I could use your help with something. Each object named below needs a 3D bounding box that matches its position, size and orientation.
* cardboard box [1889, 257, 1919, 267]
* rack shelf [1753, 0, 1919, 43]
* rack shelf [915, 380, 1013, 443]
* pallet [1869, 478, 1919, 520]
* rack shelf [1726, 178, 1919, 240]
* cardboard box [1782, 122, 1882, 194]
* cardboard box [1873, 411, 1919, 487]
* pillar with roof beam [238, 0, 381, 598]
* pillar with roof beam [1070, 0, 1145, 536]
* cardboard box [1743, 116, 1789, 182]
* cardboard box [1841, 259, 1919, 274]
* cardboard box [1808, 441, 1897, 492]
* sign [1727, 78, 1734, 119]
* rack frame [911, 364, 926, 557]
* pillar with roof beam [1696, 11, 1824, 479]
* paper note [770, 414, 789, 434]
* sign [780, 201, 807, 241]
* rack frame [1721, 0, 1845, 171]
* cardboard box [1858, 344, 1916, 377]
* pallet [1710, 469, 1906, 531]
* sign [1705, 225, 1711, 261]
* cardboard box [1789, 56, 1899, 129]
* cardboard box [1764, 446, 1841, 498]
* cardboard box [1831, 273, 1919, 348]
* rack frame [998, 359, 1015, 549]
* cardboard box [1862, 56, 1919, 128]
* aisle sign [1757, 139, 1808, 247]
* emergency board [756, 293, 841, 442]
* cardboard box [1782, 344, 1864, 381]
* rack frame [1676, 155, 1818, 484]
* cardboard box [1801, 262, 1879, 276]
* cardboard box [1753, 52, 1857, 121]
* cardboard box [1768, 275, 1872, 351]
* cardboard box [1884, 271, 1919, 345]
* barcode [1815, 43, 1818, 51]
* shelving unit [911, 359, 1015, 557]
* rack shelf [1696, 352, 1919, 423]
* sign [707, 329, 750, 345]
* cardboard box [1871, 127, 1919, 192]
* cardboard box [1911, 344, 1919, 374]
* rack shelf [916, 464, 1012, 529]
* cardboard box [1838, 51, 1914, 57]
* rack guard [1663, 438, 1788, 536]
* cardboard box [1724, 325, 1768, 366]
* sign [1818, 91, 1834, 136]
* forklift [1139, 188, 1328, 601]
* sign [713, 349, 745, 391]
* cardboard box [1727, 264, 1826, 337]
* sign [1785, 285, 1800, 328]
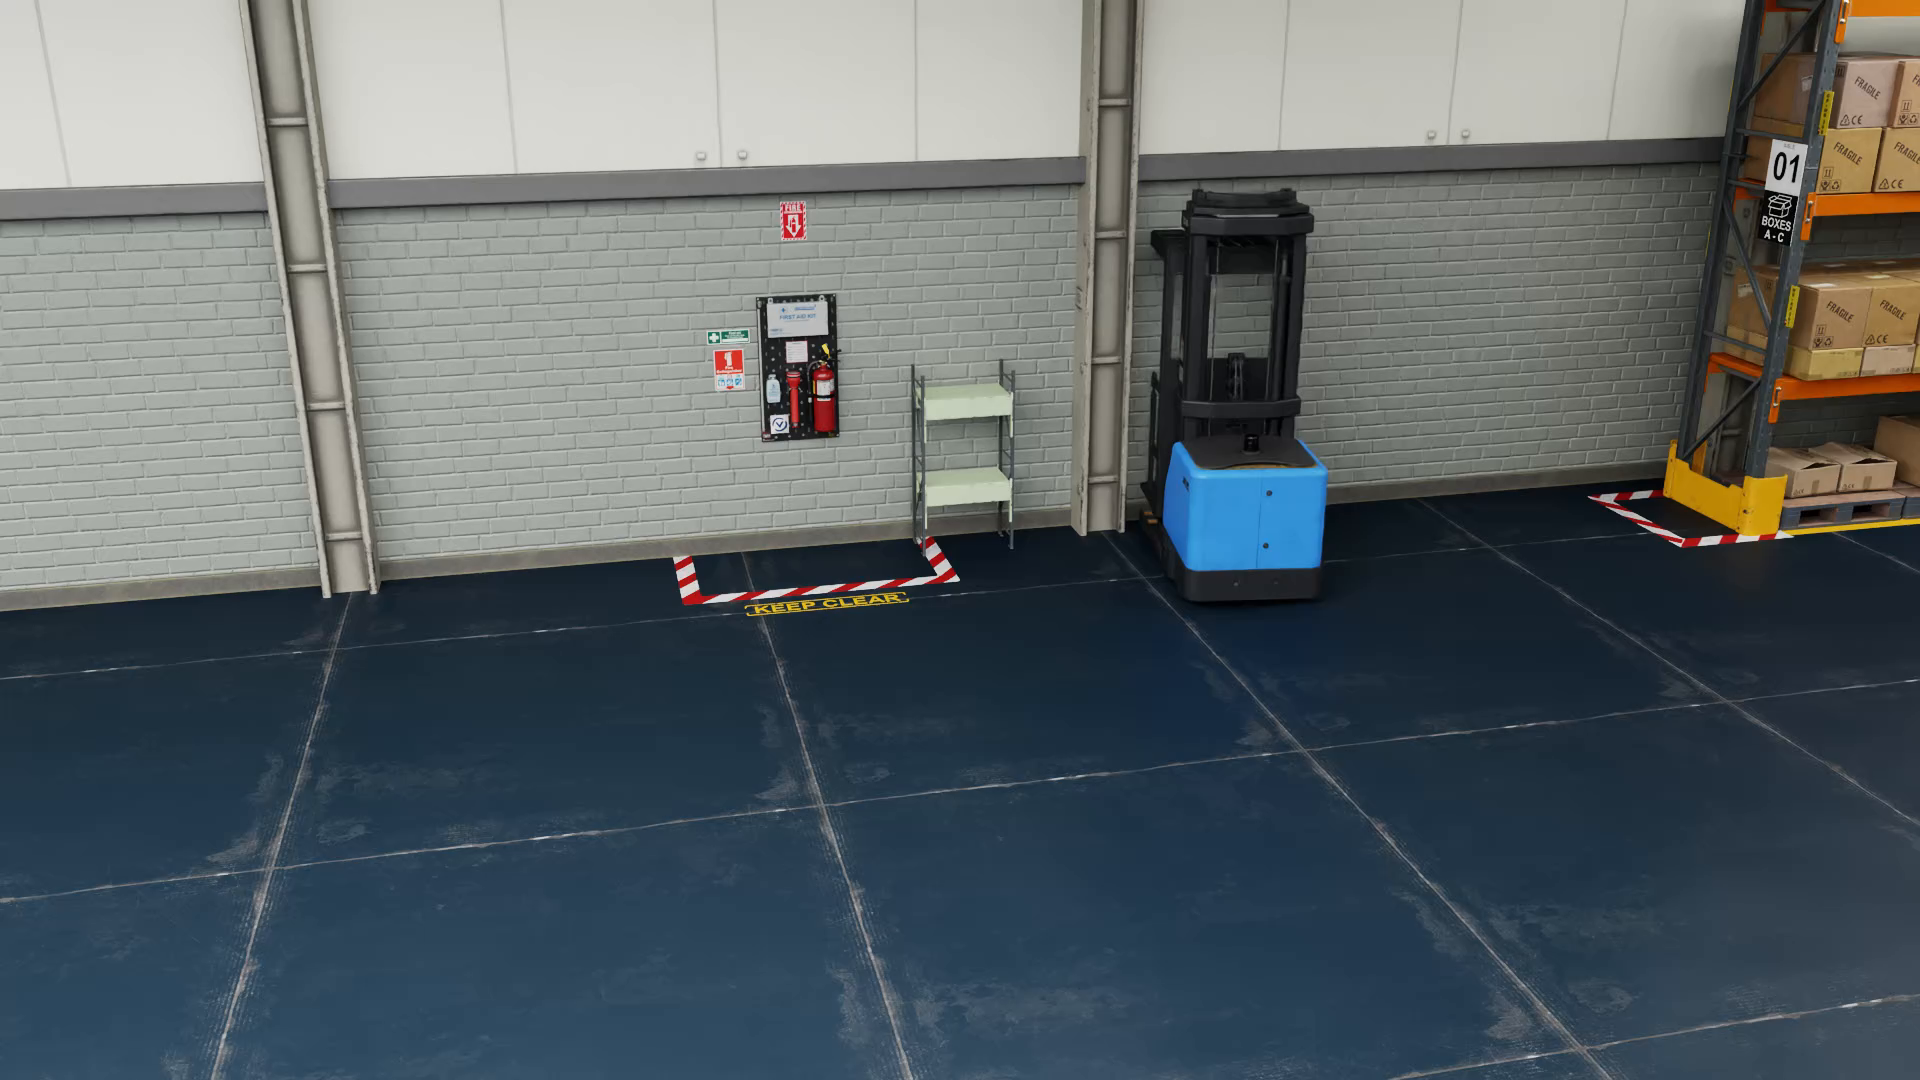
[{"bbox_3d":[8.416,-2.159,14.446,0.500,0.500,0.500,-4,21,-12],"label":"cardboard box"},{"bbox_3d":[8.468,-4.276,13.457,4.000,0.370,1.077,-5,21,-12],"label":"rack shelf"},{"bbox_3d":[0.022,-1.033,13.320,0.720,0.370,0.431,-5,21,-13],"label":"rack shelf"},{"bbox_3d":[8.579,-0.485,14.832,1.213,0.211,1.003,-5,21,-12],"label":"pallet"},{"bbox_3d":[8.468,-2.870,13.972,4.000,0.370,1.077,-5,21,-12],"label":"rack shelf"},{"bbox_3d":[6.905,-3.048,13.239,0.500,0.500,0.500,-4,21,-11],"label":"cardboard box"},{"bbox_3d":[8.496,-0.785,14.590,0.500,0.500,0.700,-6,21,-16],"label":"cardboard box"},{"bbox_3d":[-3.684,-2.412,7.315,0.400,9.000,9.100,-5,21,-12],"label":"pillar with roof beam"},{"bbox_3d":[2.155,-2.887,8.612,0.400,9.000,9.100,-5,21,-12],"label":"pillar with roof beam"},{"bbox_3d":[6.869,-3.223,13.717,0.500,0.500,0.500,-3,20,-9],"label":"cardboard box"},{"bbox_3d":[7.926,-2.119,14.337,0.500,0.500,0.500,-5,21,-14],"label":"cardboard box"},{"bbox_3d":[7.770,-0.654,14.510,0.500,0.311,0.500,-3,20,-8],"label":"cardboard box"},{"bbox_3d":[6.413,-3.652,13.776,0.005,0.325,0.100,-5,21,-12],"label":"sign"},{"bbox_3d":[-0.333,-0.637,13.372,0.023,1.500,0.400,-5,21,-13],"label":"rack frame"},{"bbox_3d":[7.994,-3.361,9.908,0.400,9.000,9.100,-5,21,-12],"label":"pillar with roof beam"},{"bbox_3d":[-1.437,-0.923,13.255,0.142,0.148,0.016,-5,21,-12],"label":"paper note"},{"bbox_3d":[-1.280,-2.449,12.769,0.199,0.298,0.001,-5,21,-12],"label":"sign"},{"bbox_3d":[6.522,-4.458,12.900,0.127,3.000,1.000,-5,21,-12],"label":"rack frame"},{"bbox_3d":[7.572,-1.558,13.895,0.500,0.250,0.500,-5,21,-14],"label":"cardboard box"},{"bbox_3d":[7.394,-0.390,14.572,1.213,0.211,1.003,-5,21,-12],"label":"pallet"},{"bbox_3d":[6.413,-2.520,14.190,0.005,0.325,0.100,-5,21,-12],"label":"sign"},{"bbox_3d":[6.952,-3.524,13.085,0.500,0.500,0.500,-6,21,-16],"label":"cardboard box"},{"bbox_3d":[7.216,-0.609,14.386,0.500,0.311,0.500,-7,21,-19],"label":"cardboard box"},{"bbox_3d":[7.539,-1.905,13.752,0.500,0.500,0.500,-5,21,-12],"label":"cardboard box"},{"bbox_3d":[0.378,-0.697,13.536,0.023,1.500,0.400,-5,21,-13],"label":"rack frame"},{"bbox_3d":[7.452,-3.547,13.147,0.500,0.500,0.500,-5,21,-13],"label":"cardboard box"},{"bbox_3d":[6.521,-2.755,13.195,0.004,0.787,0.394,-5,21,-12],"label":"aisle sign"},{"bbox_3d":[-1.249,-1.328,13.078,0.643,1.169,0.194,-5,21,-12],"label":"emergency board"},{"bbox_3d":[7.070,-1.512,13.770,0.500,0.250,0.500,-5,21,-14],"label":"cardboard box"},{"bbox_3d":[6.522,-1.641,13.932,0.127,3.000,1.000,-5,21,-12],"label":"rack frame"},{"bbox_3d":[7.424,-2.077,14.222,0.500,0.500,0.500,-4,21,-12],"label":"cardboard box"},{"bbox_3d":[6.881,-3.697,13.556,0.500,0.500,0.500,-4,20,-10],"label":"cardboard box"},{"bbox_3d":[7.055,-1.869,13.654,0.500,0.500,0.500,-5,21,-12],"label":"cardboard box"},{"bbox_3d":[8.043,-1.943,13.858,0.500,0.500,0.500,-5,21,-14],"label":"cardboard box"},{"bbox_3d":[7.098,-4.071,13.734,0.075,0.075,0.001,-5,21,-12],"label":"barcode"},{"bbox_3d":[0.022,-0.667,13.454,0.755,1.500,0.431,-5,21,-13],"label":"shelving unit"},{"bbox_3d":[8.468,-1.461,14.488,4.000,0.370,1.077,-5,21,-12],"label":"rack shelf"},{"bbox_3d":[-1.804,-1.582,12.949,0.331,0.109,0.001,-5,21,-12],"label":"sign"},{"bbox_3d":[7.435,-3.079,13.323,0.500,0.500,0.500,-3,20,-9],"label":"cardboard box"},{"bbox_3d":[8.069,-1.596,14.000,0.500,0.250,0.500,-5,21,-13],"label":"cardboard box"},{"bbox_3d":[0.022,-0.361,13.566,0.720,0.370,0.431,-5,21,-13],"label":"rack shelf"},{"bbox_3d":[7.409,-3.743,13.684,0.500,0.500,0.500,-3,20,-9],"label":"cardboard box"},{"bbox_3d":[6.596,-0.473,14.379,0.348,0.500,1.175,-5,21,-12],"label":"rack guard"},{"bbox_3d":[6.932,-1.681,14.233,0.500,0.250,0.500,-4,21,-12],"label":"cardboard box"},{"bbox_3d":[6.647,-3.278,12.770,0.005,0.325,0.100,-5,21,-12],"label":"sign"},{"bbox_3d":[2.101,-1.381,13.323,1.130,2.935,3.031,-1,20,-3],"label":"forklift"},{"bbox_3d":[-1.811,-1.335,13.047,0.234,0.329,0.001,-5,21,-12],"label":"sign"},{"bbox_3d":[6.931,-2.040,14.122,0.500,0.500,0.500,-5,21,-13],"label":"cardboard box"},{"bbox_3d":[6.647,-1.865,13.288,0.005,0.325,0.100,-5,21,-12],"label":"sign"}]
